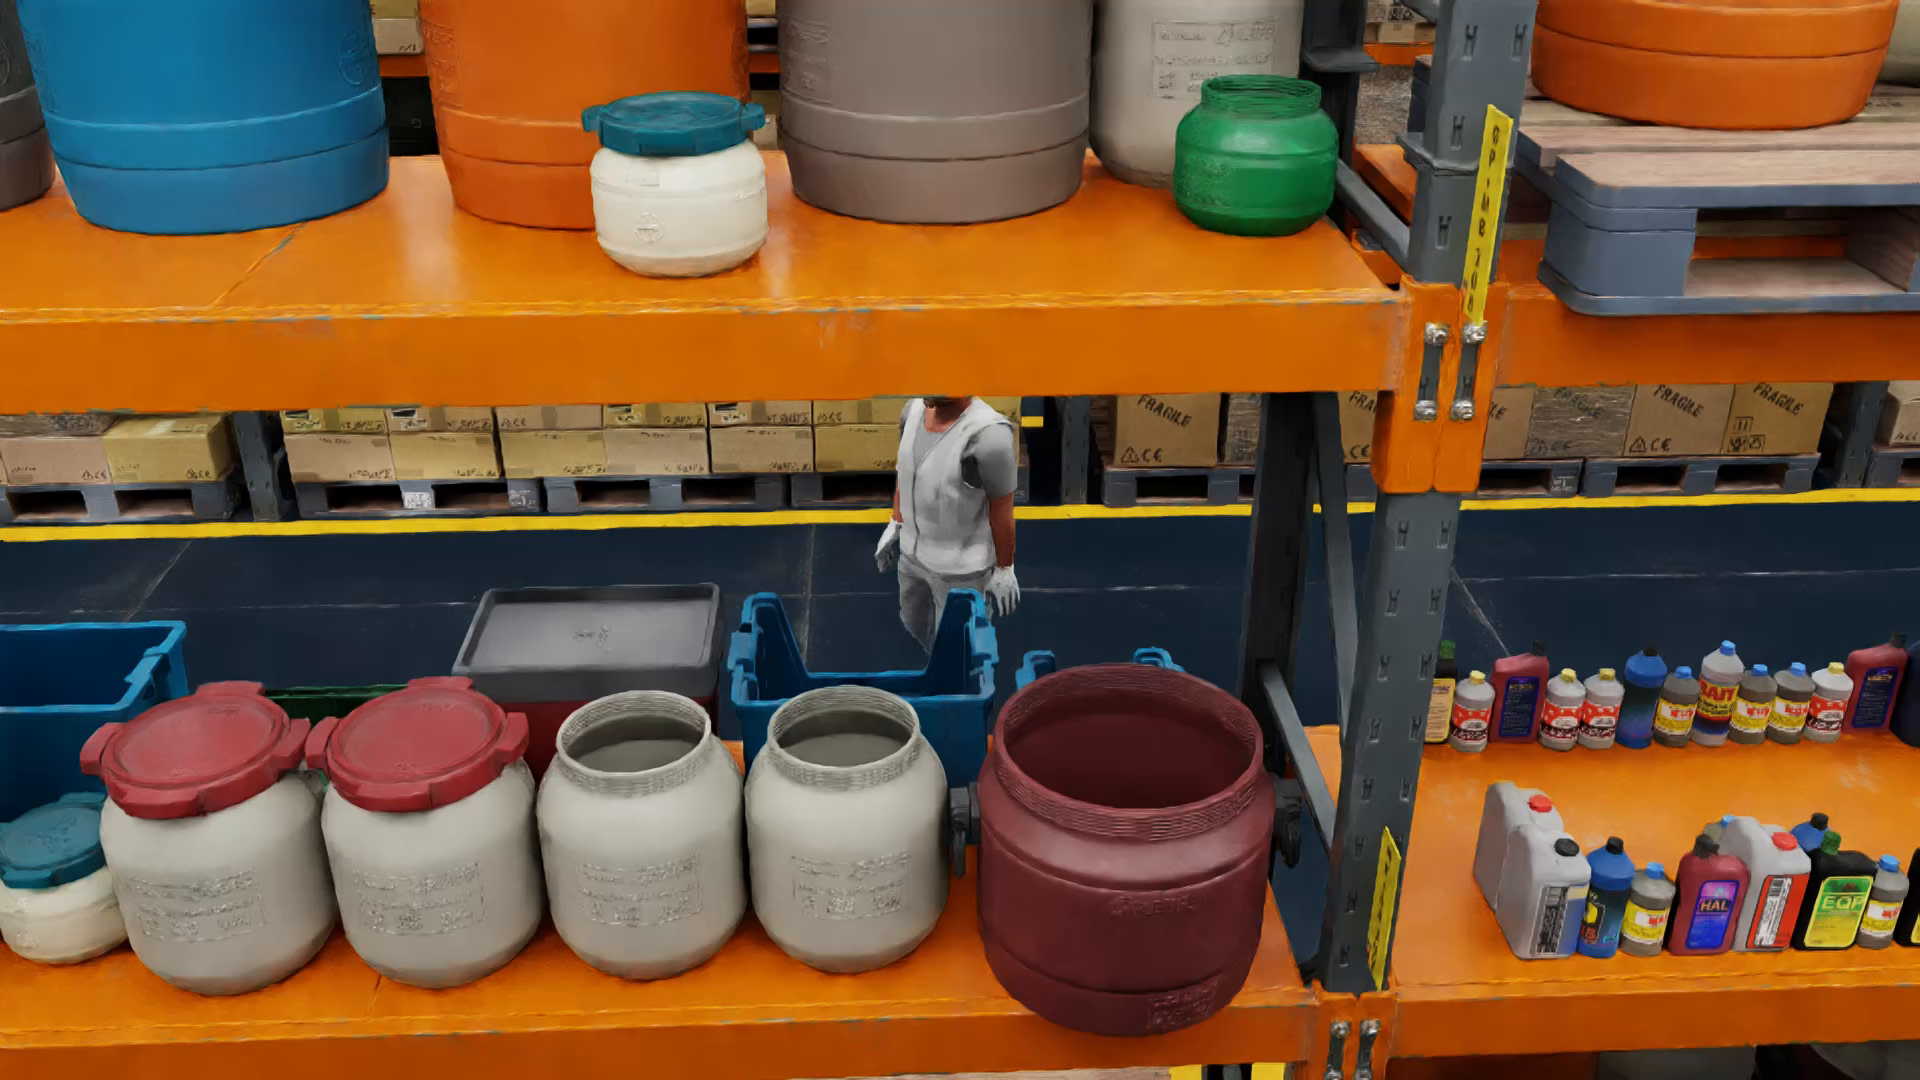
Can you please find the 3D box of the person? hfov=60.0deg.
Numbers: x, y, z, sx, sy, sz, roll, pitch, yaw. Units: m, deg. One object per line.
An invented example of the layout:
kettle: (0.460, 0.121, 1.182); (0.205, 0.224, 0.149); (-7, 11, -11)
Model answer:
person: (-0.050, 0.003, 6.087); (0.482, 1.784, 0.735); (-18, 33, -31)
